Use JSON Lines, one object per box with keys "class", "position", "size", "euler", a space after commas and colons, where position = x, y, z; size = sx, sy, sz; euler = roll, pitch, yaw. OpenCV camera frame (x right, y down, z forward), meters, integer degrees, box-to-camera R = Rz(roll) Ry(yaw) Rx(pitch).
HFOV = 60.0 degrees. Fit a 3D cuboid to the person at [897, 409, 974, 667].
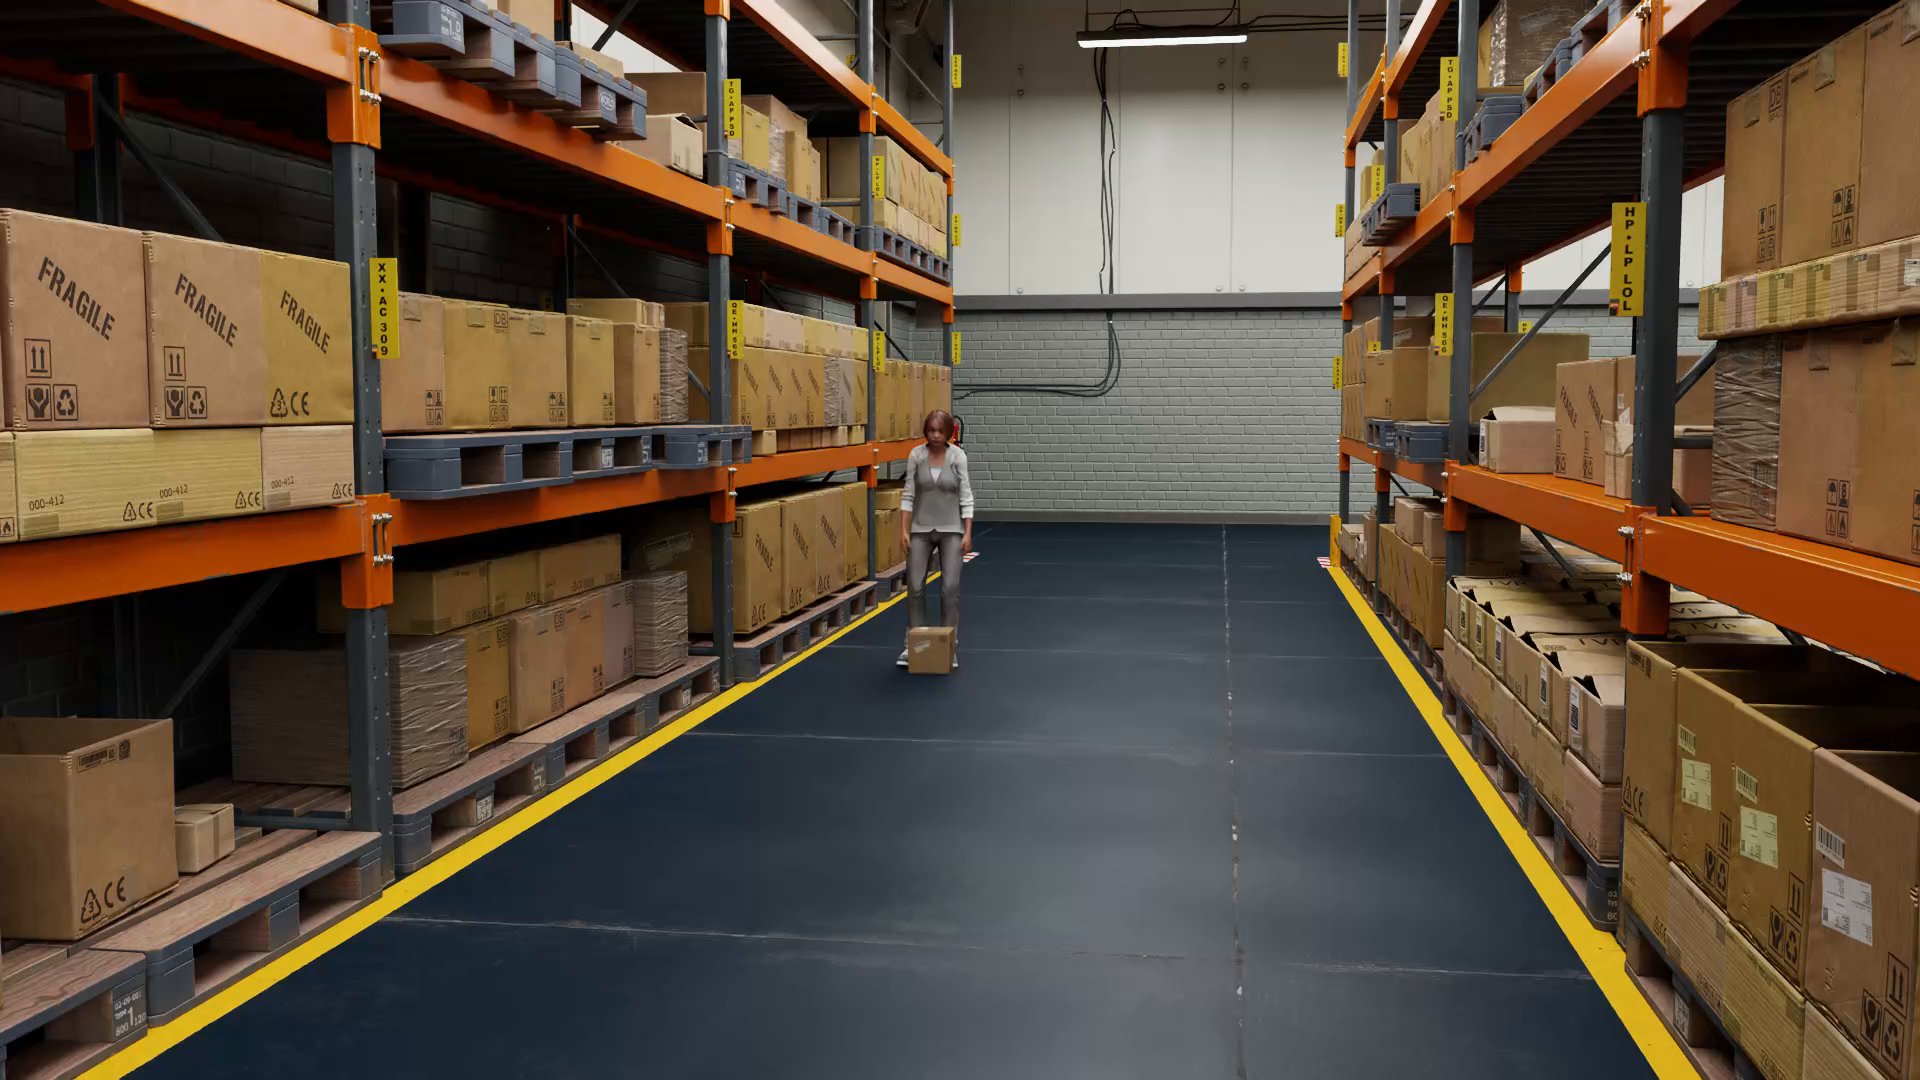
{"class": "person", "position": [-0.151, -0.013, 10.308], "size": [0.468, 1.590, 0.376], "euler": [1, 5, 6]}
